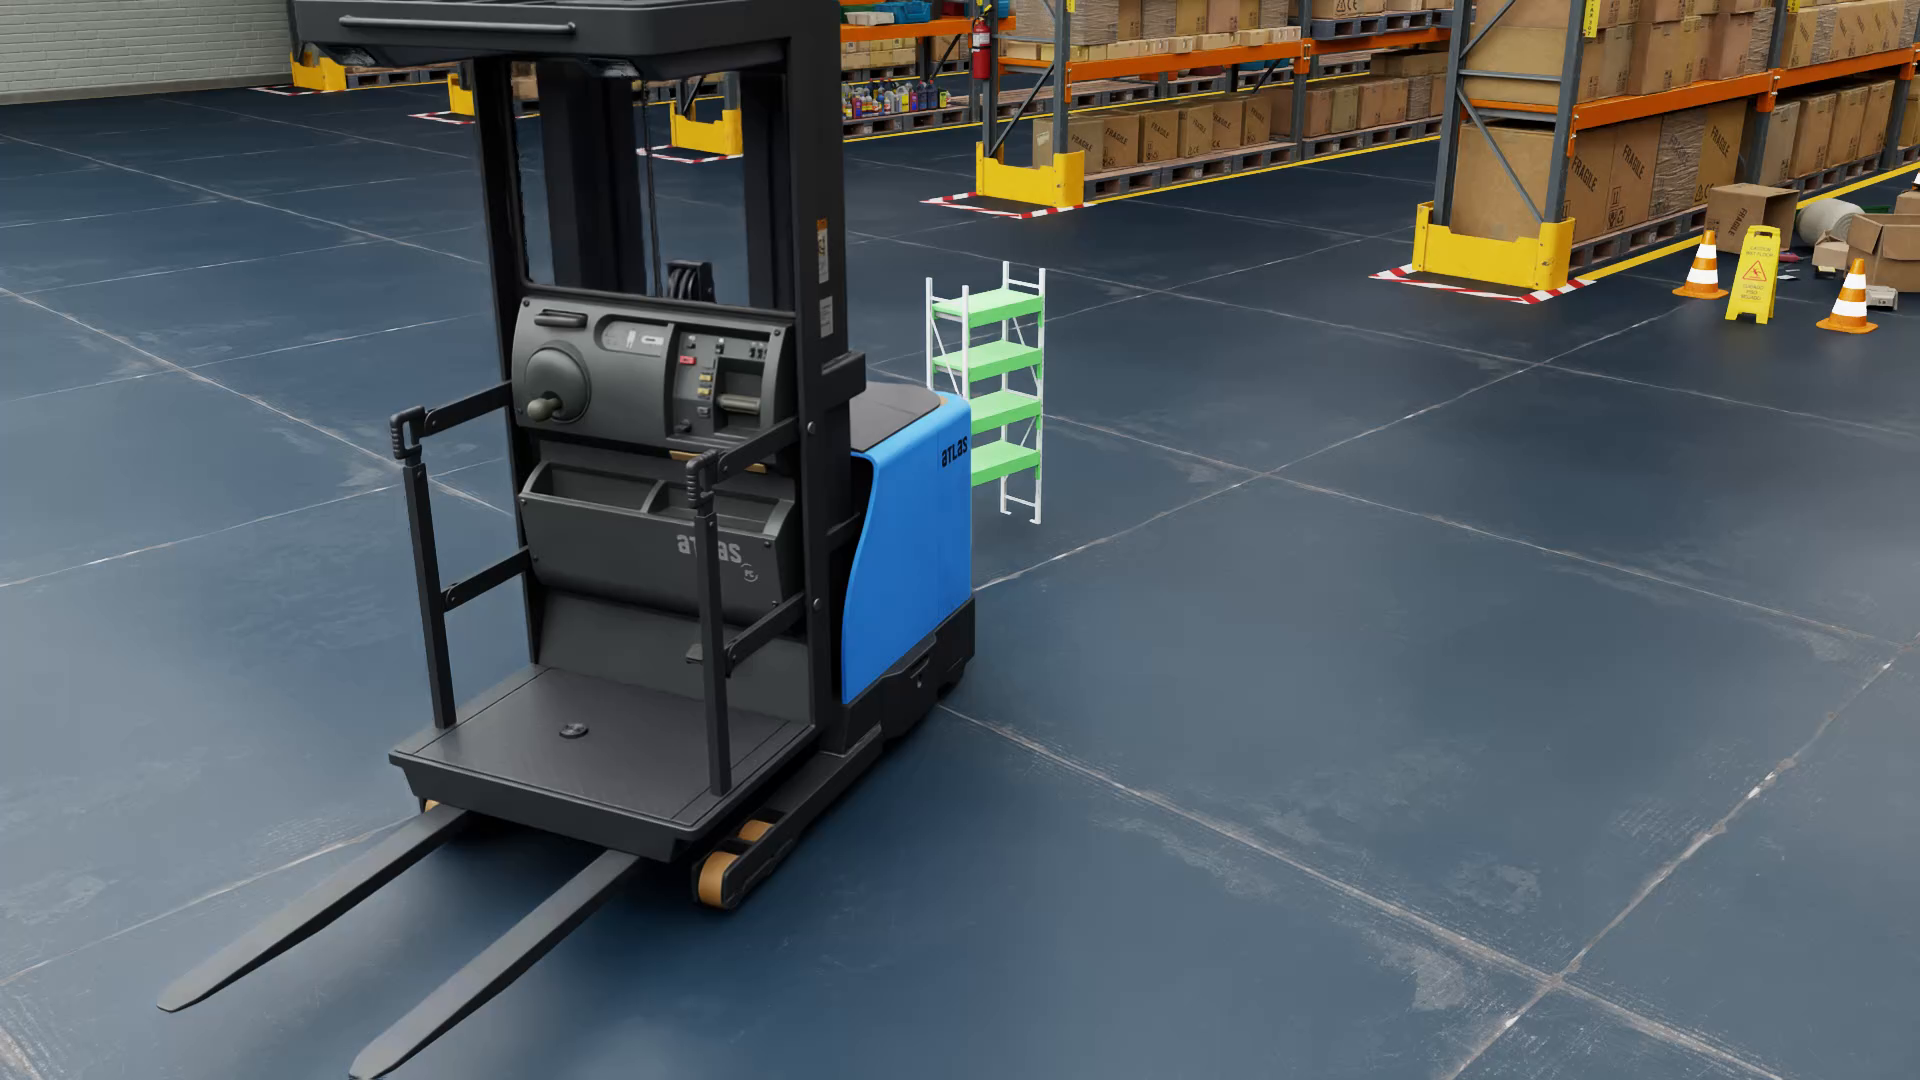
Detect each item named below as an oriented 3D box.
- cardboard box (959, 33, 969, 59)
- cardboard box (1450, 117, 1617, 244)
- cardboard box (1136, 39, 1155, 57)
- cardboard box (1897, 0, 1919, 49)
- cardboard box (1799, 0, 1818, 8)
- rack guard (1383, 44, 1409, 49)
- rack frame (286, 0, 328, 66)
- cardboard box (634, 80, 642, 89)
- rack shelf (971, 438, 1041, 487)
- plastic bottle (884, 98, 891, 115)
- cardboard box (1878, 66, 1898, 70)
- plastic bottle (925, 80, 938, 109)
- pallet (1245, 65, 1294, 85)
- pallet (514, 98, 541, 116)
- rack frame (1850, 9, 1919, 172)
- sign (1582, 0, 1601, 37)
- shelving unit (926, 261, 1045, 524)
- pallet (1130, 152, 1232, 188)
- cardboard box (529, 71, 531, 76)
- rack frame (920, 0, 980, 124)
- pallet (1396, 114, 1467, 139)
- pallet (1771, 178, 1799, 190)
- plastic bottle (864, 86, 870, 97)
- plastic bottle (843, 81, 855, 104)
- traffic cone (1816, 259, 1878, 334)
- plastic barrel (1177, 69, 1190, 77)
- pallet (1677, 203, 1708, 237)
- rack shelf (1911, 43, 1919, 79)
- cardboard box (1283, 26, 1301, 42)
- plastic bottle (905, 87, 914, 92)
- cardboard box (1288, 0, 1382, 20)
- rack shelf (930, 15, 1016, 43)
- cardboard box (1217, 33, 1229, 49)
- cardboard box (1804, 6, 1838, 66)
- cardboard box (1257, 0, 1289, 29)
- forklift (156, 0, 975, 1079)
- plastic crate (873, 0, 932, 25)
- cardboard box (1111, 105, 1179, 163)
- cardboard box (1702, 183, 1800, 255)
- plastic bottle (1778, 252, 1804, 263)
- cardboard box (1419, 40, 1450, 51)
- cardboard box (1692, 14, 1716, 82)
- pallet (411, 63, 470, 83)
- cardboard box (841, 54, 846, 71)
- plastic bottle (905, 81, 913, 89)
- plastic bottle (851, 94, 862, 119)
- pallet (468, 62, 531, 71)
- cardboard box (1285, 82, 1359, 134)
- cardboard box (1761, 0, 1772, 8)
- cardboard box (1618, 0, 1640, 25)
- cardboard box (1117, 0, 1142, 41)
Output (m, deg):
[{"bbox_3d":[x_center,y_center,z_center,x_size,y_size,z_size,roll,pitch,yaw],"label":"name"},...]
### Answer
[{"bbox_3d":[-0.012,-8.472,28.306,0.500,0.500,0.500,18,27,39],"label":"cardboard box"},{"bbox_3d":[4.528,-2.843,13.166,0.875,0.875,0.875,19,28,41],"label":"cardboard box"},{"bbox_3d":[1.701,-4.863,16.396,0.380,0.149,0.250,19,28,41],"label":"cardboard box"},{"bbox_3d":[9.562,-5.368,17.219,0.500,0.500,0.500,19,28,41],"label":"cardboard box"},{"bbox_3d":[7.592,-5.251,15.522,0.700,0.500,0.500,19,28,40],"label":"cardboard box"},{"bbox_3d":[8.240,-8.910,30.059,1.175,0.500,0.348,19,28,41],"label":"rack guard"},{"bbox_3d":[-10.028,-8.434,25.337,1.000,3.000,0.127,19,28,41],"label":"rack frame"},{"bbox_3d":[-4.895,-6.575,23.748,0.500,0.250,0.500,19,28,41],"label":"cardboard box"},{"bbox_3d":[0.115,-0.319,7.579,0.258,0.148,0.480,19,28,41],"label":"rack shelf"},{"bbox_3d":[-0.920,-5.434,20.818,0.097,0.201,0.097,0,21,0],"label":"plastic bottle"},{"bbox_3d":[10.317,-5.257,18.925,0.500,0.250,0.500,-20,28,-41],"label":"cardboard box"},{"bbox_3d":[-0.382,-5.714,21.339,0.144,0.351,0.185,18,28,39],"label":"plastic bottle"},{"bbox_3d":[4.874,-7.550,26.923,1.003,0.211,1.213,19,28,41],"label":"pallet"},{"bbox_3d":[-5.972,-6.101,23.153,1.003,0.211,1.213,19,28,41],"label":"pallet"},{"bbox_3d":[9.683,-5.504,17.714,1.000,3.000,0.127,19,28,41],"label":"rack frame"},{"bbox_3d":[4.496,-3.748,11.828,0.100,0.325,0.005,19,28,41],"label":"sign"},{"bbox_3d":[0.115,-0.603,7.470,0.258,1.200,0.503,19,28,41],"label":"shelving unit"},{"bbox_3d":[2.115,-3.945,17.544,1.003,0.211,1.213,19,28,41],"label":"pallet"},{"bbox_3d":[-5.973,-6.451,23.425,0.500,0.250,0.500,19,28,41],"label":"cardboard box"},{"bbox_3d":[-0.139,-6.983,21.561,1.000,3.000,0.127,19,28,41],"label":"rack frame"},{"bbox_3d":[5.654,-5.269,20.989,1.003,0.211,1.213,19,28,41],"label":"pallet"},{"bbox_3d":[7.377,-3.391,16.104,1.003,0.211,1.213,19,28,41],"label":"pallet"},{"bbox_3d":[-1.207,-5.715,21.453,0.097,0.271,0.097,0,21,0],"label":"plastic bottle"},{"bbox_3d":[-1.428,-5.690,21.277,0.144,0.351,0.185,19,28,40],"label":"plastic bottle"},{"bbox_3d":[6.063,-1.674,11.286,0.336,0.463,0.334,19,28,41],"label":"traffic cone"},{"bbox_3d":[3.310,-7.343,25.381,0.421,0.512,0.421,0,21,0],"label":"plastic barrel"},{"bbox_3d":[6.306,-2.998,15.081,1.003,0.211,1.213,19,28,41],"label":"pallet"},{"bbox_3d":[11.079,-5.682,19.180,1.077,0.370,4.000,19,28,41],"label":"rack shelf"},{"bbox_3d":[3.470,-5.497,18.046,0.380,0.149,0.250,19,28,41],"label":"cardboard box"},{"bbox_3d":[-0.639,-5.660,21.304,0.152,0.276,0.135,19,28,41],"label":"plastic bottle"},{"bbox_3d":[4.064,-6.388,18.593,1.000,1.000,1.000,19,28,41],"label":"cardboard box"},{"bbox_3d":[1.256,-7.161,23.028,1.077,0.370,4.000,19,28,41],"label":"rack shelf"},{"bbox_3d":[2.563,-5.188,17.242,0.380,0.149,0.250,19,28,41],"label":"cardboard box"},{"bbox_3d":[7.804,-4.720,15.535,0.500,0.500,0.500,20,28,41],"label":"cardboard box"},{"bbox_3d":[3.051,-5.828,18.004,0.875,0.500,0.500,19,28,41],"label":"cardboard box"},{"bbox_3d":[-1.017,-0.478,4.733,1.130,2.935,3.031,9,23,23],"label":"forklift"},{"bbox_3d":[-0.717,-6.561,20.671,0.499,0.251,0.616,19,28,41],"label":"plastic crate"},{"bbox_3d":[1.910,-4.219,17.269,0.500,0.500,0.500,-17,27,-37],"label":"cardboard box"},{"bbox_3d":[6.545,-2.654,13.780,0.500,0.500,0.500,-14,25,-33],"label":"cardboard box"},{"bbox_3d":[6.657,-2.285,13.435,0.283,0.061,0.133,9,23,23],"label":"plastic bottle"},{"bbox_3d":[6.696,-6.148,21.765,1.225,0.875,0.875,18,27,38],"label":"cardboard box"},{"bbox_3d":[5.816,-4.192,14.090,0.875,0.550,0.550,19,28,41],"label":"cardboard box"},{"bbox_3d":[-8.532,-7.664,27.220,1.003,0.211,1.213,19,28,41],"label":"pallet"},{"bbox_3d":[-2.154,-7.573,26.344,0.500,0.250,0.500,-20,28,-41],"label":"cardboard box"},{"bbox_3d":[-0.675,-5.942,22.044,0.097,0.271,0.097,0,21,0],"label":"plastic bottle"},{"bbox_3d":[-1.270,-5.334,20.443,0.133,0.283,0.061,-20,28,-41],"label":"plastic bottle"},{"bbox_3d":[-7.680,-7.979,28.040,1.003,0.211,1.213,19,28,41],"label":"pallet"},{"bbox_3d":[4.200,-5.052,19.409,0.700,0.500,0.500,19,28,40],"label":"cardboard box"},{"bbox_3d":[6.611,-4.964,14.593,0.875,0.550,0.550,19,28,41],"label":"cardboard box"},{"bbox_3d":[4.707,-4.272,12.793,0.875,0.550,0.550,19,28,41],"label":"cardboard box"},{"bbox_3d":[1.285,-5.194,16.352,0.875,0.500,0.500,19,28,41],"label":"cardboard box"}]
